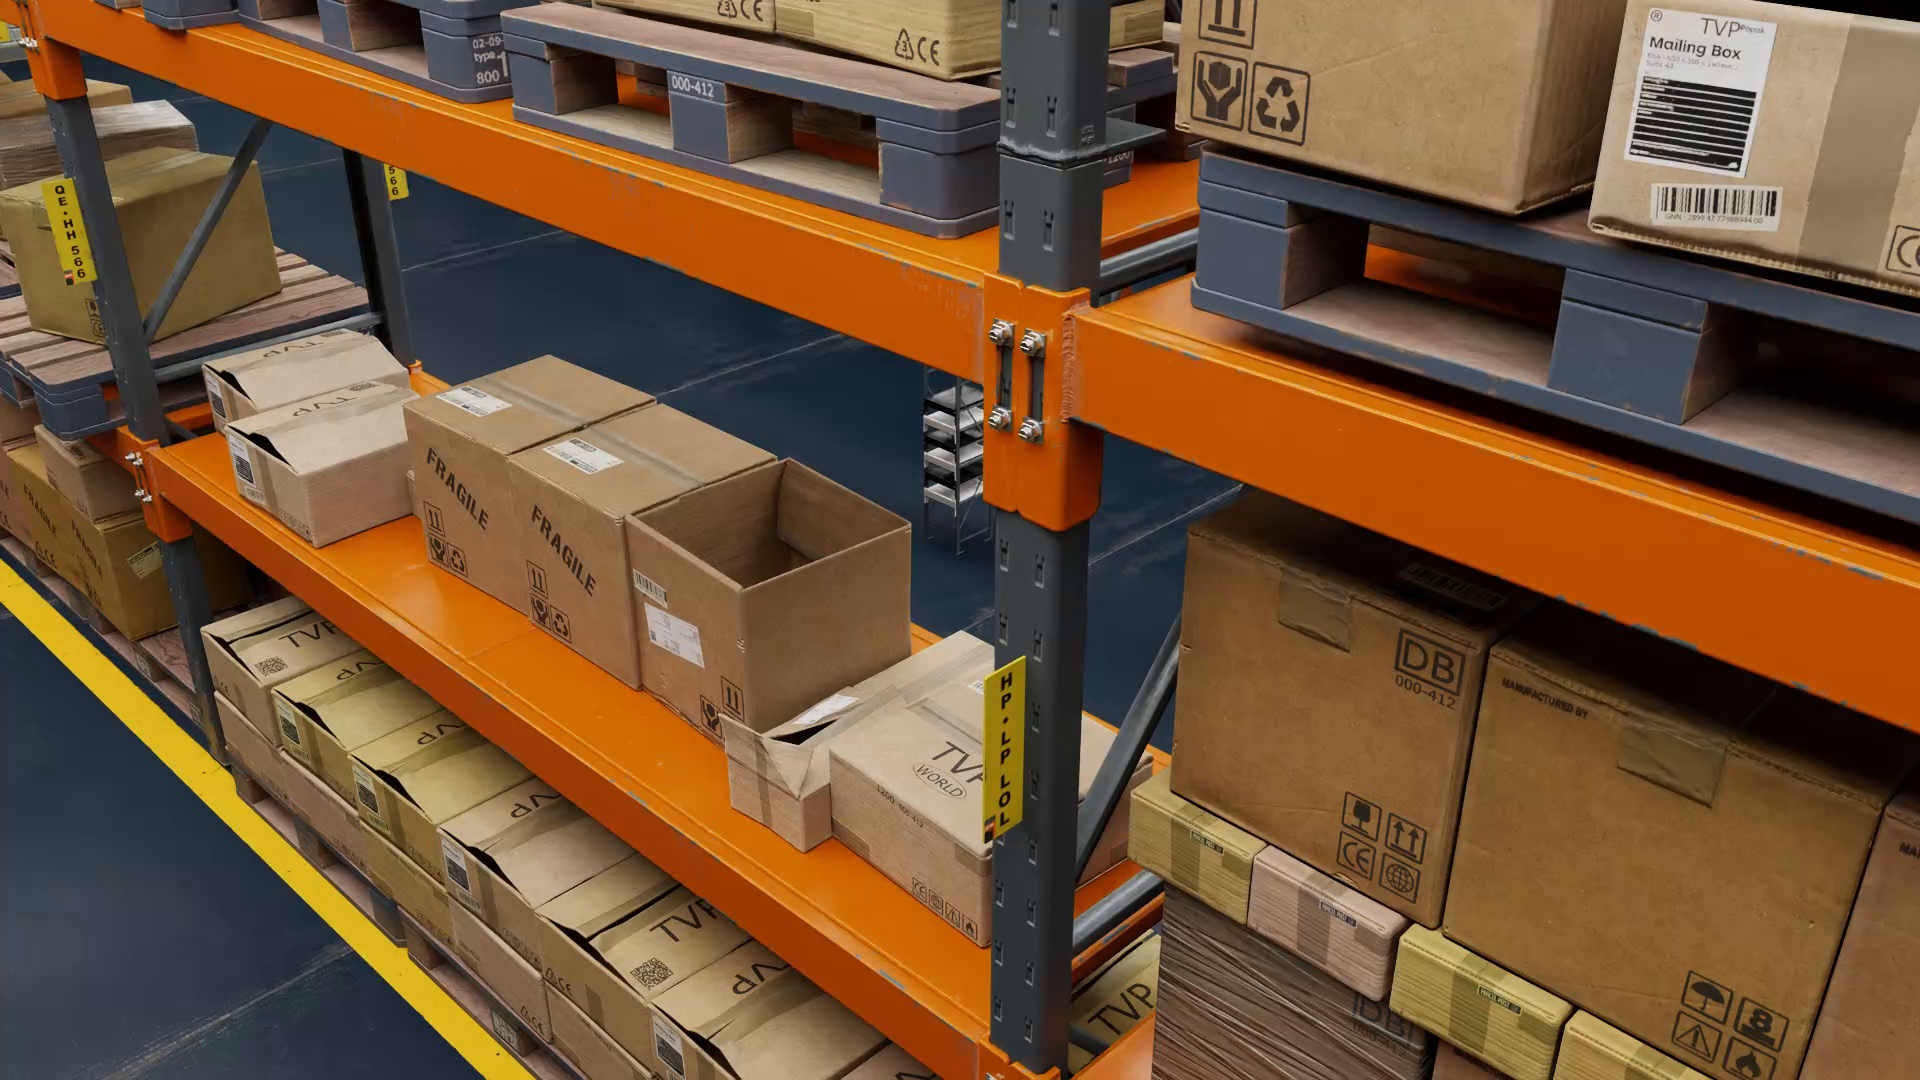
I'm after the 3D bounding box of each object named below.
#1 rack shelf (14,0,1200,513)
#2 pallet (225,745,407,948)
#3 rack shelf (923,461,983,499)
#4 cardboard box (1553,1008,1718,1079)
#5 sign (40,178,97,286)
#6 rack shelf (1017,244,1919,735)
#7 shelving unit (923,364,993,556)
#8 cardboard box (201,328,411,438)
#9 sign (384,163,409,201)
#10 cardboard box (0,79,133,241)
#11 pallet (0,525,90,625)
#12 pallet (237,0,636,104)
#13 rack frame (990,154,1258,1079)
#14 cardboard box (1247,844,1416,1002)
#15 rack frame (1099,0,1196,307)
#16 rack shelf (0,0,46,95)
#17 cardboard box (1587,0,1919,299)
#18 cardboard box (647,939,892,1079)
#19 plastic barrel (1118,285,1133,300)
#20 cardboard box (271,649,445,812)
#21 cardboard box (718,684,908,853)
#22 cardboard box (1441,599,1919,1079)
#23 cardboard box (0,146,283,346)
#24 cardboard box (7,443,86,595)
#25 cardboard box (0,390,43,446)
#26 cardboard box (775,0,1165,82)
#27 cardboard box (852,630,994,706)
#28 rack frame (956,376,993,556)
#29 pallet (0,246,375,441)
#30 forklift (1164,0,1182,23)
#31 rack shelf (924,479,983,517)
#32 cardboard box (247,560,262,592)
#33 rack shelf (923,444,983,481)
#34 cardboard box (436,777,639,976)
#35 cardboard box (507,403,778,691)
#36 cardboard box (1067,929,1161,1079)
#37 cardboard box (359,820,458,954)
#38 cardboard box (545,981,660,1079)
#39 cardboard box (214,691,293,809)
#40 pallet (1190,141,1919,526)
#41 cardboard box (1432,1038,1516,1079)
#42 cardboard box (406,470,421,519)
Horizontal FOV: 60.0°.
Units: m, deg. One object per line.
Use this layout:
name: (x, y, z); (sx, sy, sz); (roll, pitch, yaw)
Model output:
rack shelf: (-0.979, -1.023, 4.023); (4.000, 0.370, 1.077); (25, 36, 38)
pallet: (-1.846, 0.849, 5.908); (1.213, 0.211, 1.003); (25, 36, 38)
rack shelf: (-0.006, -0.292, 7.603); (0.200, 0.077, 0.258); (25, 36, 38)
cardboard box: (1.055, 0.710, 2.373); (0.250, 0.149, 0.380); (24, 36, 38)
sign: (-2.779, -0.961, 5.195); (0.005, 0.325, 0.100); (25, 36, 38)
rack shelf: (1.873, 0.282, 1.541); (4.000, 0.370, 1.077); (25, 36, 38)
shelving unit: (-0.006, -0.401, 7.546); (0.210, 0.900, 0.258); (25, 36, 38)
cardboard box: (-2.176, -0.494, 5.562); (0.500, 0.311, 0.500); (-23, 35, -36)
sign: (-2.018, -1.364, 5.878); (0.005, 0.325, 0.100); (25, 36, 38)
cardboard box: (-3.954, -1.646, 7.099); (0.500, 0.500, 0.700); (15, 31, 26)
pallet: (-3.777, -0.087, 7.688); (1.213, 0.211, 1.003); (25, 36, 38)
pallet: (-1.059, -1.355, 4.084); (1.003, 0.211, 1.213); (-23, 36, -37)
rack frame: (0.447, 0.639, 3.313); (0.127, 3.000, 1.000); (25, 36, 38)
cardboard box: (0.682, 0.541, 2.694); (0.380, 0.149, 0.250); (-25, 36, -38)
rack frame: (1.070, -2.309, 8.919); (0.127, 3.000, 1.000); (25, 36, 38)
rack shelf: (-3.831, -2.328, 6.505); (4.000, 0.370, 1.077); (25, 36, 38)
cardboard box: (1.006, -0.469, 1.691); (0.500, 0.311, 0.500); (22, 35, 36)
cardboard box: (-0.418, 1.217, 4.114); (0.500, 0.311, 0.500); (-24, 36, -38)
plastic barrel: (0.709, -1.689, 9.619); (0.708, 0.830, 0.600); (25, 36, 38)
cardboard box: (-1.857, 0.553, 5.375); (0.500, 0.311, 0.500); (24, 36, 37)
cardboard box: (-0.309, 0.472, 3.774); (0.258, 0.266, 0.396); (24, 36, 37)
cardboard box: (1.129, 0.327, 2.403); (0.500, 0.500, 0.700); (24, 36, 38)
cardboard box: (-2.933, -1.065, 5.993); (0.500, 0.500, 0.700); (12, 30, 22)
cardboard box: (-3.605, -0.151, 7.028); (0.500, 0.500, 0.500); (23, 35, 37)
cardboard box: (-4.012, -0.664, 7.196); (0.500, 0.250, 0.500); (24, 36, 37)
cardboard box: (0.014, -1.013, 2.940); (0.500, 0.250, 0.500); (-21, 34, -34)
cardboard box: (-0.041, 0.393, 4.050); (0.250, 0.149, 0.380); (25, 36, 38)
rack frame: (0.067, -0.368, 7.483); (0.006, 0.900, 0.240); (25, 36, 38)
pallet: (-2.938, -0.780, 6.216); (1.003, 0.211, 1.213); (25, 36, 38)
forklift: (2.108, -3.332, 10.938); (3.031, 2.935, 1.130); (24, 36, 38)
rack shelf: (-0.006, -0.212, 7.645); (0.200, 0.077, 0.258); (25, 36, 38)
cardboard box: (-2.907, -0.167, 7.058); (0.500, 0.500, 0.500); (23, 35, 37)
rack shelf: (-0.006, -0.371, 7.561); (0.200, 0.077, 0.258); (25, 36, 38)
cardboard box: (-1.128, 0.888, 4.739); (0.500, 0.311, 0.500); (24, 36, 38)
cardboard box: (-0.822, 0.003, 4.414); (0.500, 0.500, 0.500); (25, 36, 38)
cardboard box: (0.327, 1.204, 4.138); (0.500, 0.311, 0.500); (25, 37, 39)
cardboard box: (-1.504, 0.964, 5.196); (0.500, 0.250, 0.500); (23, 36, 37)
cardboard box: (-0.776, 1.298, 4.561); (0.500, 0.250, 0.500); (-24, 36, -38)
cardboard box: (-2.238, 0.633, 5.827); (0.500, 0.250, 0.500); (24, 36, 38)
pallet: (1.073, -0.380, 2.122); (1.213, 0.211, 1.003); (25, 36, 38)
cardboard box: (1.149, 0.907, 2.695); (0.500, 0.500, 0.700); (24, 36, 38)
cardboard box: (-1.456, -0.158, 5.097); (0.380, 0.149, 0.250); (-22, 35, -36)
